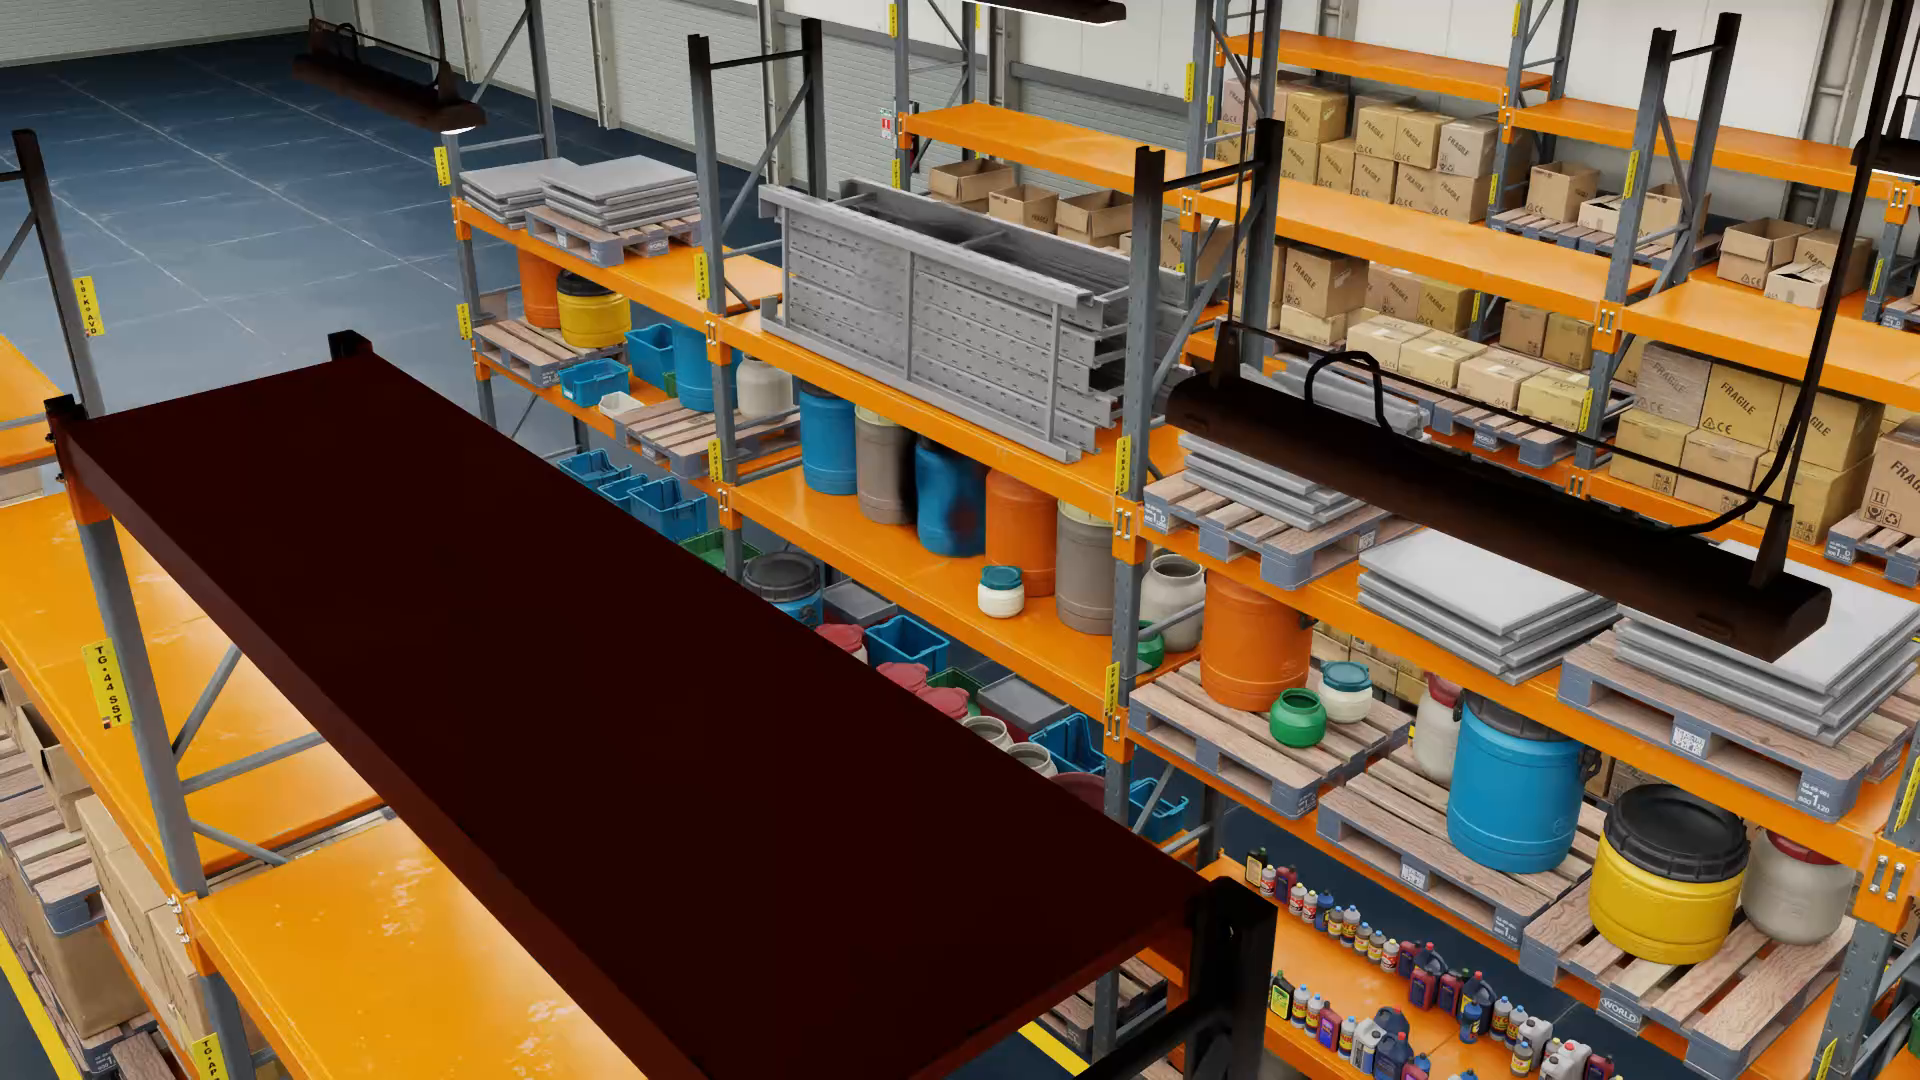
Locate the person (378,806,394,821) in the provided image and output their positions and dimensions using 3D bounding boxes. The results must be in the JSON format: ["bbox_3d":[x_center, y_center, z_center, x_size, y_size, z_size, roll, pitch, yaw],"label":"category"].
[{"bbox_3d":[-4.174,1.876,11.646,0.575,1.513,0.863,-10,29,-20],"label":"person"}]
